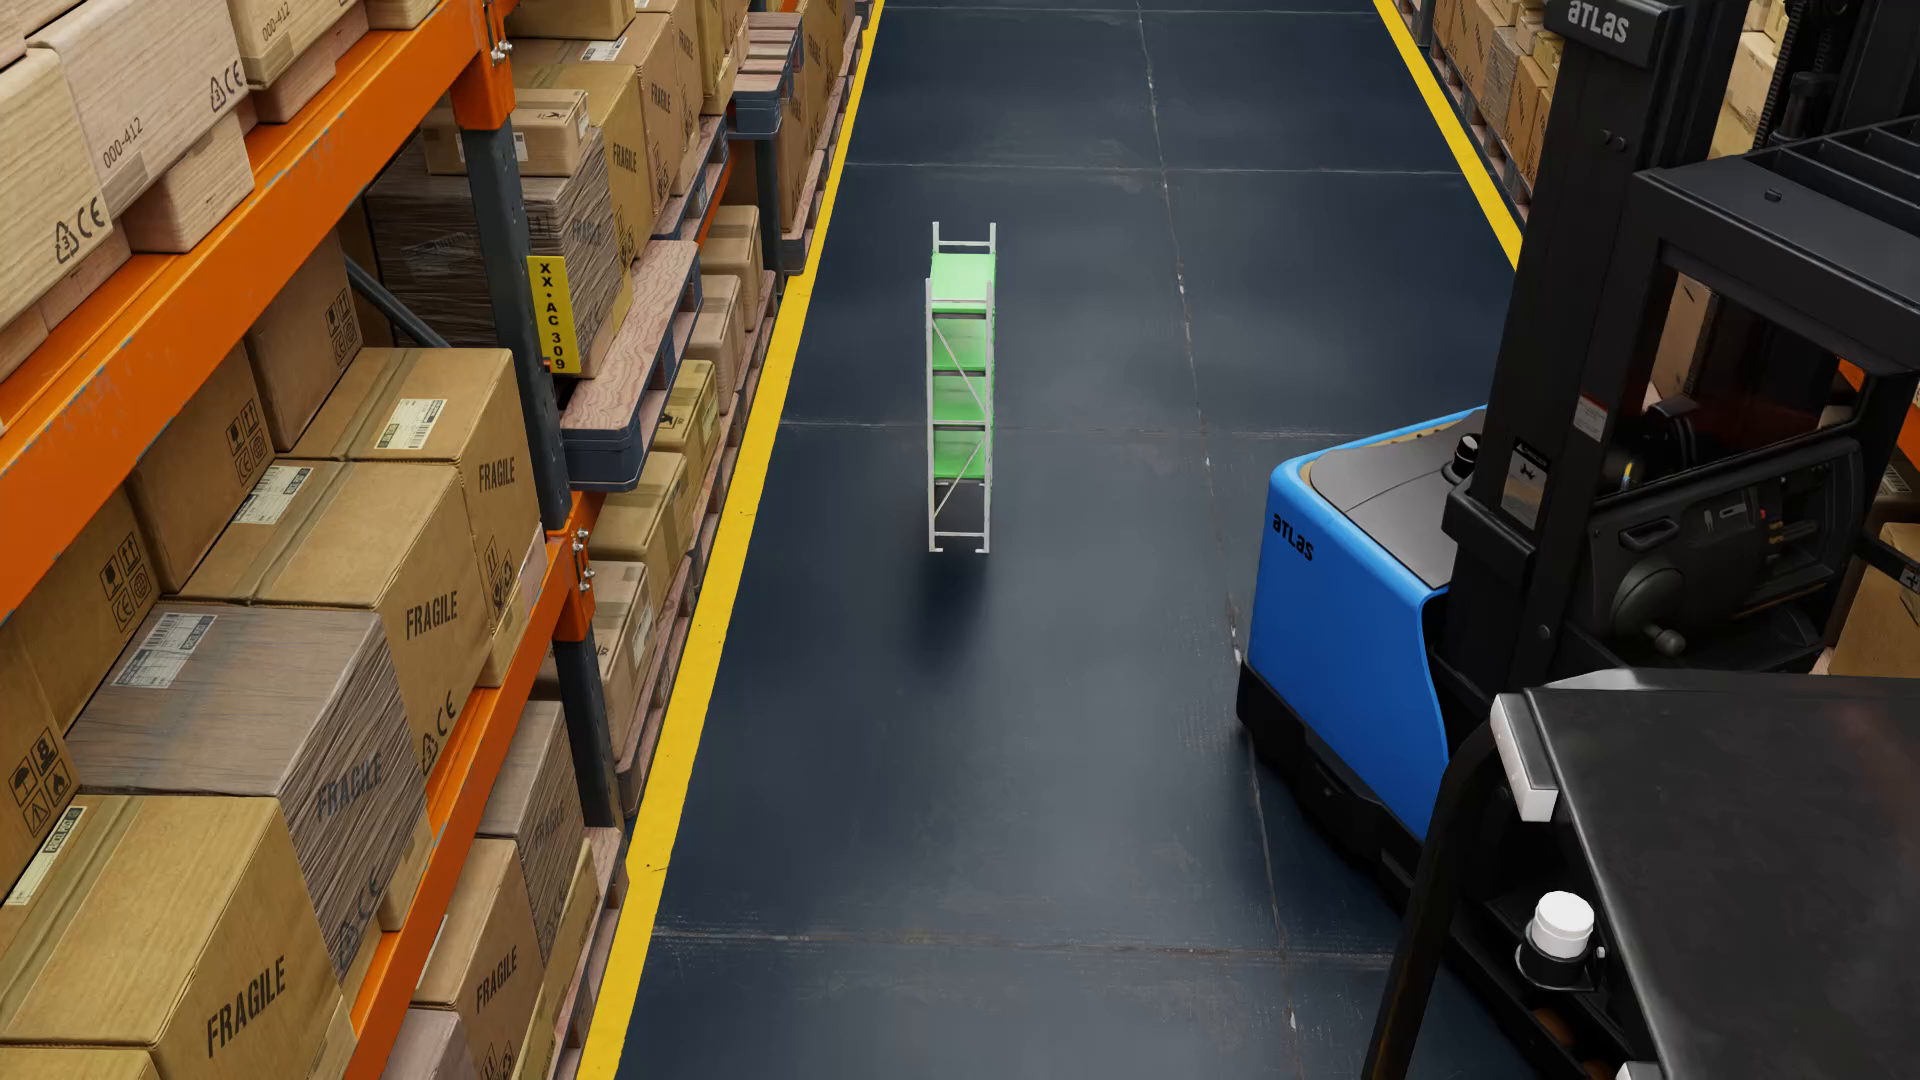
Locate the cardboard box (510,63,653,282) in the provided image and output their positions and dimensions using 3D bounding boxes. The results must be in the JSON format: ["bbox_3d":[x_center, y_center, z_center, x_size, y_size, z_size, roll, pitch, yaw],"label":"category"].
[{"bbox_3d":[-1.244,-1.104,5.001,0.500,0.500,0.500,1,35,2],"label":"cardboard box"}]

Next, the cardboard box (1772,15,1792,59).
[{"bbox_3d":[3.203,-1.793,6.041,0.380,0.149,0.250,2,35,3],"label":"cardboard box"}]

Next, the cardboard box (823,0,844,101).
[{"bbox_3d":[-1.221,-3.241,10.235,0.875,0.875,0.875,2,35,3],"label":"cardboard box"}]

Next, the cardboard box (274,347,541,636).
[{"bbox_3d":[-1.338,-0.121,3.967,0.500,0.500,0.500,0,35,1],"label":"cardboard box"}]

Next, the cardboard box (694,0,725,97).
[{"bbox_3d":[-1.177,-1.997,6.272,0.500,0.500,0.500,-1,35,-1],"label":"cardboard box"}]

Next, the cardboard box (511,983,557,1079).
[{"bbox_3d":[-1.335,1.386,4.195,0.500,0.250,0.500,0,35,1],"label":"cardboard box"}]

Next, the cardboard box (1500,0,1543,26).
[{"bbox_3d":[3.442,-3.166,9.890,0.380,0.149,0.250,3,35,4],"label":"cardboard box"}]

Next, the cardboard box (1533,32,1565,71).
[{"bbox_3d":[3.419,-2.711,9.243,0.380,0.149,0.250,1,35,1],"label":"cardboard box"}]

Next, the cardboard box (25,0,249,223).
[{"bbox_3d":[-1.372,-0.664,2.349,0.500,0.250,0.500,1,35,1],"label":"cardboard box"}]

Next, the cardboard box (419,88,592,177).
[{"bbox_3d":[-1.197,-1.081,4.404,0.380,0.149,0.250,1,35,2],"label":"cardboard box"}]

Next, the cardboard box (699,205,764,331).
[{"bbox_3d":[-1.441,-1.290,7.896,0.950,0.372,0.625,-1,35,-1],"label":"cardboard box"}]

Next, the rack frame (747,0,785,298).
[{"bbox_3d":[-1.408,-2.517,7.723,1.000,3.000,0.127,1,35,2],"label":"rack frame"}]

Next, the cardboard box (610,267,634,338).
[{"bbox_3d":[-1.212,-0.742,5.050,0.380,0.149,0.250,2,35,3],"label":"cardboard box"}]

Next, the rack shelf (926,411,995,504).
[{"bbox_3d":[0.007,-0.337,6.715,0.258,0.148,0.480,1,35,2],"label":"rack shelf"}]

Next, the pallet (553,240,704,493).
[{"bbox_3d":[-1.393,-0.576,5.128,1.003,0.211,1.213,1,35,2],"label":"pallet"}]

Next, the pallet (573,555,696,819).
[{"bbox_3d":[-1.539,0.474,5.891,1.003,0.211,1.213,1,35,2],"label":"pallet"}]

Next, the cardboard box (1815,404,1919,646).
[{"bbox_3d":[3.440,-0.053,5.916,0.875,0.625,0.625,1,35,1],"label":"cardboard box"}]

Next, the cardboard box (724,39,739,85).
[{"bbox_3d":[-1.108,-1.947,6.764,0.380,0.149,0.250,0,35,0],"label":"cardboard box"}]

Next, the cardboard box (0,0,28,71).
[{"bbox_3d":[-1.330,-0.590,1.897,0.380,0.149,0.250,2,35,3],"label":"cardboard box"}]

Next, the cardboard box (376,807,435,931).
[{"bbox_3d":[-1.315,0.659,3.422,0.380,0.149,0.250,1,35,1],"label":"cardboard box"}]

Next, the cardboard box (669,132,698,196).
[{"bbox_3d":[-1.151,-1.347,5.911,0.380,0.149,0.250,3,35,4],"label":"cardboard box"}]

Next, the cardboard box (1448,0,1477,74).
[{"bbox_3d":[3.457,-3.273,10.607,0.500,0.500,0.500,1,35,1],"label":"cardboard box"}]

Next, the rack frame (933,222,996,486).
[{"bbox_3d":[0.016,-0.726,6.740,0.240,1.200,0.015,1,35,2],"label":"rack frame"}]

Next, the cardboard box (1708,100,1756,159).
[{"bbox_3d":[3.251,-1.509,6.419,0.500,0.250,0.500,0,35,0],"label":"cardboard box"}]

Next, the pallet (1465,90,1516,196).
[{"bbox_3d":[3.671,-2.391,9.969,1.003,0.211,1.213,1,35,2],"label":"pallet"}]

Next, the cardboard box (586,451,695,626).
[{"bbox_3d":[-1.525,-0.030,6.105,0.950,0.372,0.625,3,35,5],"label":"cardboard box"}]

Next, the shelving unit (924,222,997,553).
[{"bbox_3d":[0.007,-0.586,6.540,0.258,1.200,0.503,1,35,2],"label":"shelving unit"}]

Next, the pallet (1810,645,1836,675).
[{"bbox_3d":[3.382,0.610,5.698,1.003,0.211,1.213,1,35,2],"label":"pallet"}]

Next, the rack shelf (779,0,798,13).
[{"bbox_3d":[-1.328,-3.372,9.565,1.077,0.370,4.000,1,35,2],"label":"rack shelf"}]

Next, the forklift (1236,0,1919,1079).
[{"bbox_3d":[2.049,0.084,4.082,1.130,2.935,3.031,-15,38,-21],"label":"forklift"}]

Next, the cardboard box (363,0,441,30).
[{"bbox_3d":[-1.276,-1.155,3.395,0.380,0.149,0.250,1,35,2],"label":"cardboard box"}]

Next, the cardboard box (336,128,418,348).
[{"bbox_3d":[-1.780,-0.824,4.603,0.500,0.500,0.500,1,35,1],"label":"cardboard box"}]

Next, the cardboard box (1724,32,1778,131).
[{"bbox_3d":[3.229,-1.711,6.271,0.500,0.250,0.500,0,35,1],"label":"cardboard box"}]

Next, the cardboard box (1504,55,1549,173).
[{"bbox_3d":[3.403,-2.390,9.350,0.500,0.500,0.500,3,35,4],"label":"cardboard box"}]

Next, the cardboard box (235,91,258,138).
[{"bbox_3d":[-1.418,-0.720,2.776,0.380,0.149,0.250,0,35,0],"label":"cardboard box"}]

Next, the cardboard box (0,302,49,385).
[{"bbox_3d":[-1.434,-0.269,2.134,0.380,0.149,0.250,1,35,1],"label":"cardboard box"}]

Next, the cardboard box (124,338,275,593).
[{"bbox_3d":[-1.845,-0.250,3.282,0.700,0.500,0.500,2,35,2],"label":"cardboard box"}]

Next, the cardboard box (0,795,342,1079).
[{"bbox_3d":[-1.384,0.768,2.703,0.500,0.500,0.500,1,35,1],"label":"cardboard box"}]

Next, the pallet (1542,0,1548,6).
[{"bbox_3d":[3.509,-2.717,8.175,1.213,0.211,1.003,1,35,2],"label":"pallet"}]

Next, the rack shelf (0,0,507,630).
[{"bbox_3d":[-1.649,-0.003,2.162,1.077,0.370,4.000,1,35,2],"label":"rack shelf"}]

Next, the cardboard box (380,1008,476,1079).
[{"bbox_3d":[-1.362,1.359,3.582,0.500,0.500,0.500,3,35,4],"label":"cardboard box"}]

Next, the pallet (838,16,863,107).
[{"bbox_3d":[-1.203,-3.229,11.162,1.003,0.211,1.213,1,35,2],"label":"pallet"}]
